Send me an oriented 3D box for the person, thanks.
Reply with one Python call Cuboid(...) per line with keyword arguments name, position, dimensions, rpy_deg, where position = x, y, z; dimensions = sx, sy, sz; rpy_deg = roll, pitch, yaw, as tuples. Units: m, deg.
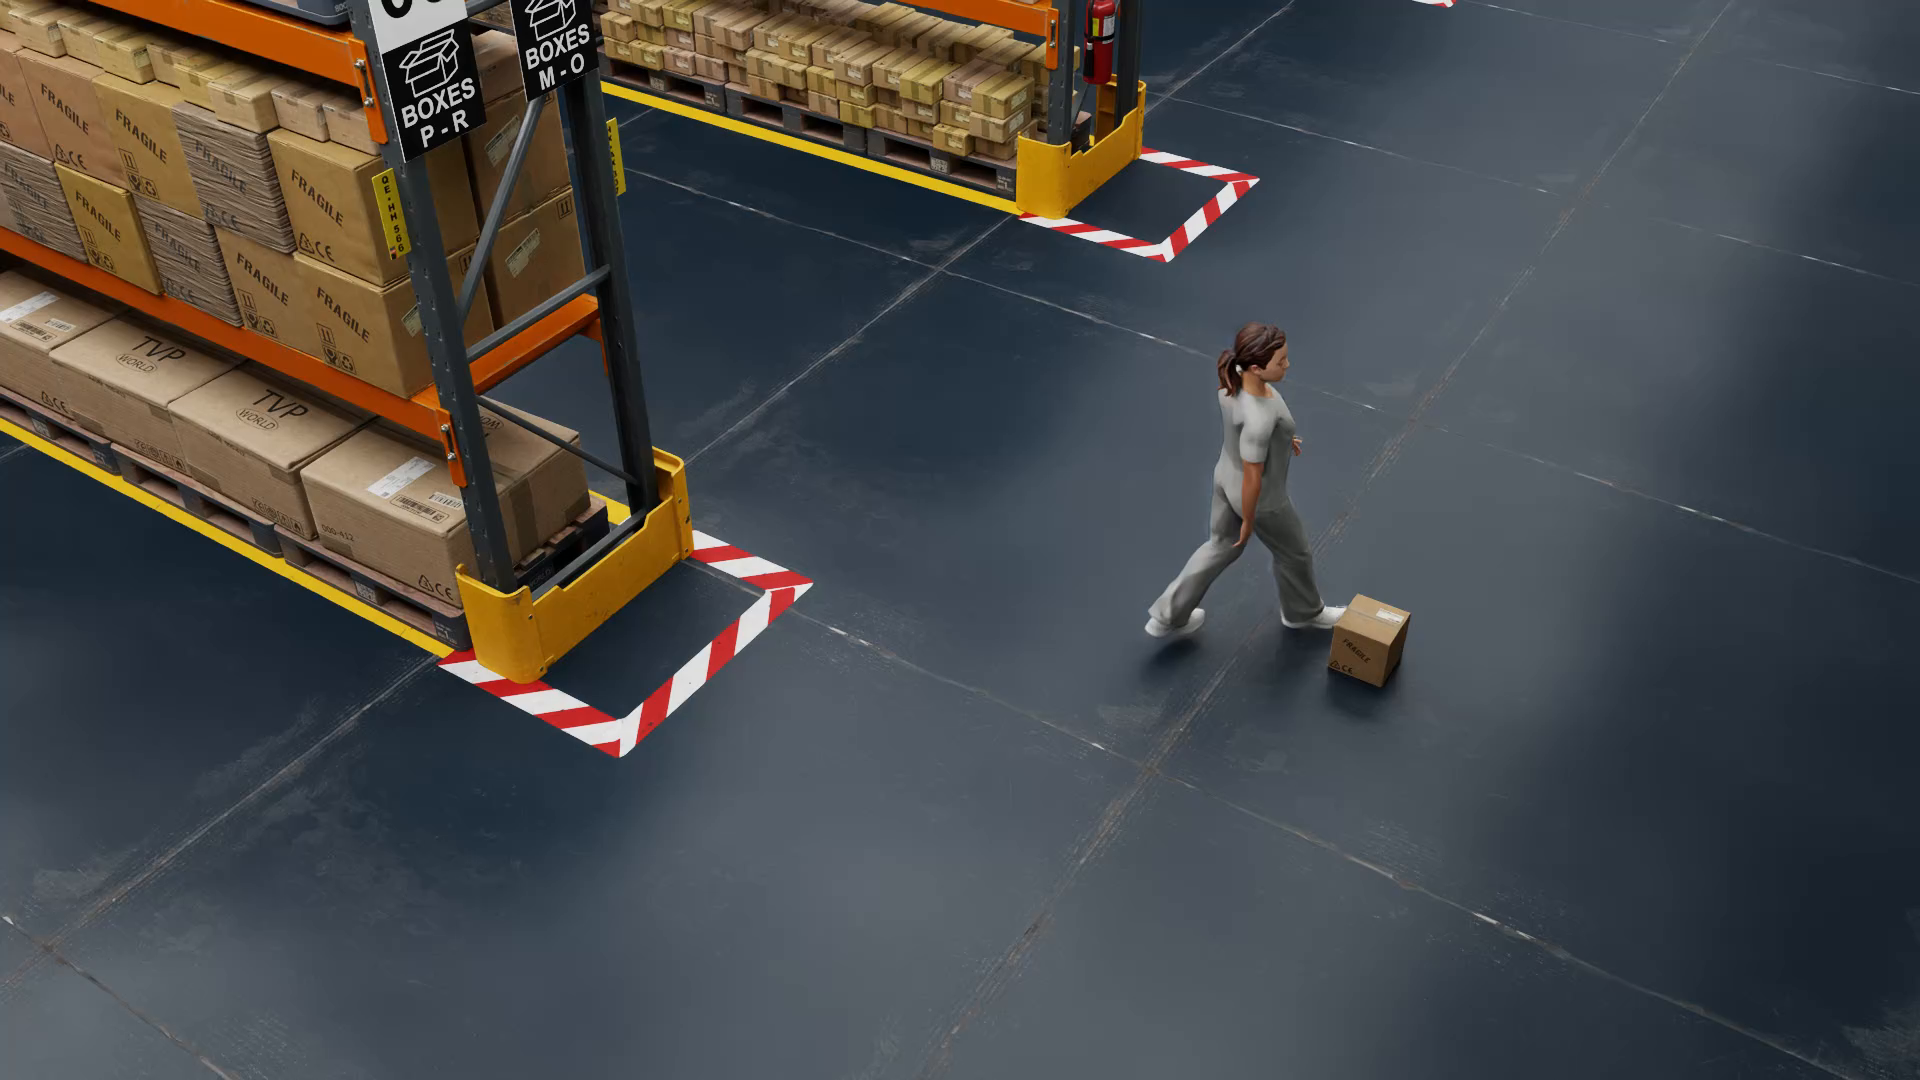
Cuboid(name="person", position=(1.275, -0.235, 6.986), dimensions=(0.944, 1.621, 0.487), rpy_deg=(-9, 39, -11))
